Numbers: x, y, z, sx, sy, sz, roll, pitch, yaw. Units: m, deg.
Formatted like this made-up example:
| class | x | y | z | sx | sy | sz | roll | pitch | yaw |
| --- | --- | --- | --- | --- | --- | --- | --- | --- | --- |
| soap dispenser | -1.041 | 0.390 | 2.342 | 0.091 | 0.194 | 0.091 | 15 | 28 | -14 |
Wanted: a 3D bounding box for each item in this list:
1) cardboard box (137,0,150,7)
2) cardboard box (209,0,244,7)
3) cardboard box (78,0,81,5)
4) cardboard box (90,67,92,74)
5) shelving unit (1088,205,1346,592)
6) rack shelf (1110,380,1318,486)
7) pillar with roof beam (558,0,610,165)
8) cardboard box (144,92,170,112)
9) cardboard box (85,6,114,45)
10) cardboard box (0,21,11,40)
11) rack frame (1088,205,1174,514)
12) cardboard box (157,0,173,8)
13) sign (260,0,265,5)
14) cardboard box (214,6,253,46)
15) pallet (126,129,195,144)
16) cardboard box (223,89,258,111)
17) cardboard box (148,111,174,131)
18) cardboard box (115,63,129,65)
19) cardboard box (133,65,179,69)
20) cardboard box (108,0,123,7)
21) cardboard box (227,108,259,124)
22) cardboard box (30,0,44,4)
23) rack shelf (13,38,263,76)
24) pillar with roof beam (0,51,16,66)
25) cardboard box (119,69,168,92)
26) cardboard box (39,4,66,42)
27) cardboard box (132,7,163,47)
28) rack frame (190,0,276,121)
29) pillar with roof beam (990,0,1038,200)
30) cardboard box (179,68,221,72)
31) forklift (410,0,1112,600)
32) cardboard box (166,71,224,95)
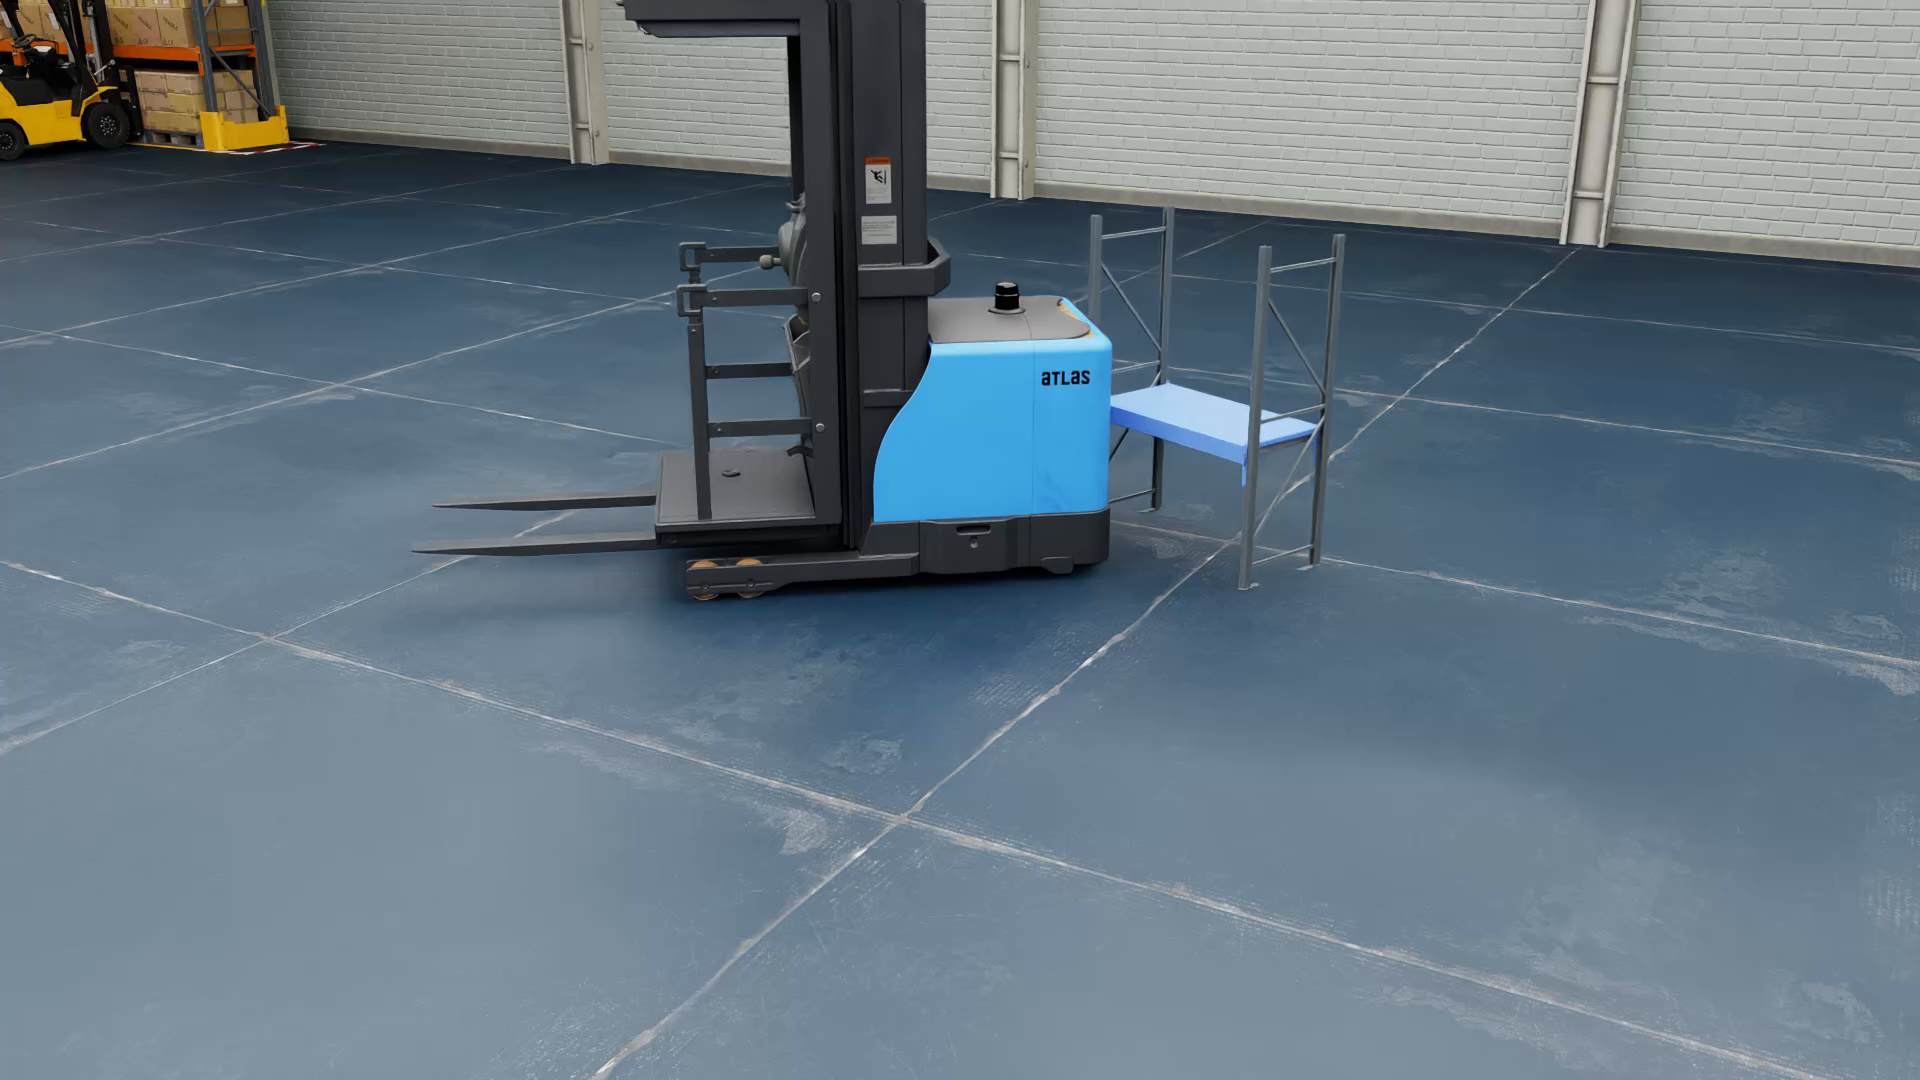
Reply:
| class | x | y | z | sx | sy | sz | roll | pitch | yaw |
| --- | --- | --- | --- | --- | --- | --- | --- | --- | --- |
| cardboard box | -10.814 | -7.251 | 22.358 | 0.250 | 0.149 | 0.380 | 11 | 22 | 27 |
| cardboard box | -9.899 | -7.271 | 22.413 | 0.250 | 0.149 | 0.380 | 10 | 22 | 26 |
| cardboard box | -11.968 | -7.450 | 22.906 | 0.250 | 0.149 | 0.380 | 10 | 22 | 26 |
| cardboard box | -12.071 | -6.484 | 23.292 | 0.500 | 0.250 | 0.500 | 12 | 23 | 29 |
| shelving unit | 1.109 | -0.672 | 7.518 | 0.538 | 1.500 | 1.048 | -15 | 25 | -35 |
| rack shelf | 1.109 | -0.503 | 7.579 | 0.538 | 0.185 | 1.000 | -15 | 25 | -35 |
| pillar with roof beam | -6.759 | -7.710 | 15.924 | 0.400 | 9.000 | 9.100 | 11 | 23 | 27 |
| cardboard box | -10.740 | -6.000 | 22.689 | 0.500 | 0.250 | 0.500 | 11 | 22 | 27 |
| cardboard box | -11.627 | -7.090 | 22.867 | 0.500 | 0.500 | 0.500 | 11 | 23 | 28 |
| cardboard box | -13.789 | -7.386 | 24.048 | 0.500 | 0.250 | 0.500 | 11 | 23 | 29 |
| rack frame | 0.797 | -0.808 | 7.894 | 0.500 | 1.500 | 0.032 | -15 | 25 | -35 |
| cardboard box | -10.407 | -7.145 | 22.066 | 0.250 | 0.149 | 0.380 | 11 | 23 | 28 |
| sign | -9.454 | -7.394 | 22.464 | 0.005 | 0.325 | 0.100 | 11 | 23 | 27 |
| cardboard box | -10.027 | -6.997 | 22.610 | 0.500 | 0.500 | 0.500 | 12 | 23 | 29 |
| pallet | -11.479 | -5.792 | 23.524 | 1.213 | 0.211 | 1.003 | 11 | 23 | 27 |
| cardboard box | -10.039 | -6.065 | 22.870 | 0.500 | 0.250 | 0.500 | 11 | 23 | 28 |
| cardboard box | -10.723 | -5.760 | 22.761 | 0.500 | 0.250 | 0.500 | 11 | 23 | 27 |
| cardboard box | -12.248 | -6.721 | 23.946 | 0.500 | 0.250 | 0.500 | 10 | 22 | 27 |
| cardboard box | -11.370 | -6.552 | 23.479 | 0.500 | 0.250 | 0.500 | 10 | 22 | 26 |
| cardboard box | -11.301 | -7.318 | 22.541 | 0.250 | 0.149 | 0.380 | 11 | 23 | 28 |
| cardboard box | -10.063 | -5.830 | 22.955 | 0.500 | 0.250 | 0.500 | 11 | 23 | 28 |
| cardboard box | -12.845 | -7.629 | 23.399 | 0.250 | 0.149 | 0.380 | 11 | 23 | 29 |
| rack shelf | -11.476 | -6.780 | 23.212 | 4.000 | 0.370 | 1.077 | 11 | 23 | 27 |
| pillar with roof beam | -17.235 | -9.706 | 21.426 | 0.400 | 9.000 | 9.100 | 11 | 23 | 27 |
| cardboard box | -11.178 | -6.308 | 22.806 | 0.500 | 0.250 | 0.500 | 11 | 23 | 28 |
| cardboard box | -12.499 | -7.264 | 23.346 | 0.500 | 0.500 | 0.500 | 11 | 23 | 28 |
| cardboard box | -10.736 | -6.925 | 22.410 | 0.500 | 0.500 | 0.500 | 12 | 23 | 29 |
| rack frame | -9.730 | -6.785 | 22.172 | 0.127 | 3.000 | 1.000 | 11 | 23 | 27 |
| pillar with roof beam | -1.521 | -6.712 | 13.173 | 0.400 | 9.000 | 9.100 | 11 | 23 | 27 |
| cardboard box | -10.495 | -6.378 | 23.001 | 0.500 | 0.250 | 0.500 | 11 | 23 | 27 |
| forklift | -0.894 | -1.311 | 7.181 | 3.031 | 2.935 | 1.130 | -3 | 20 | -8 |
| cardboard box | -10.284 | -6.144 | 22.354 | 0.500 | 0.250 | 0.500 | 12 | 23 | 29 |
